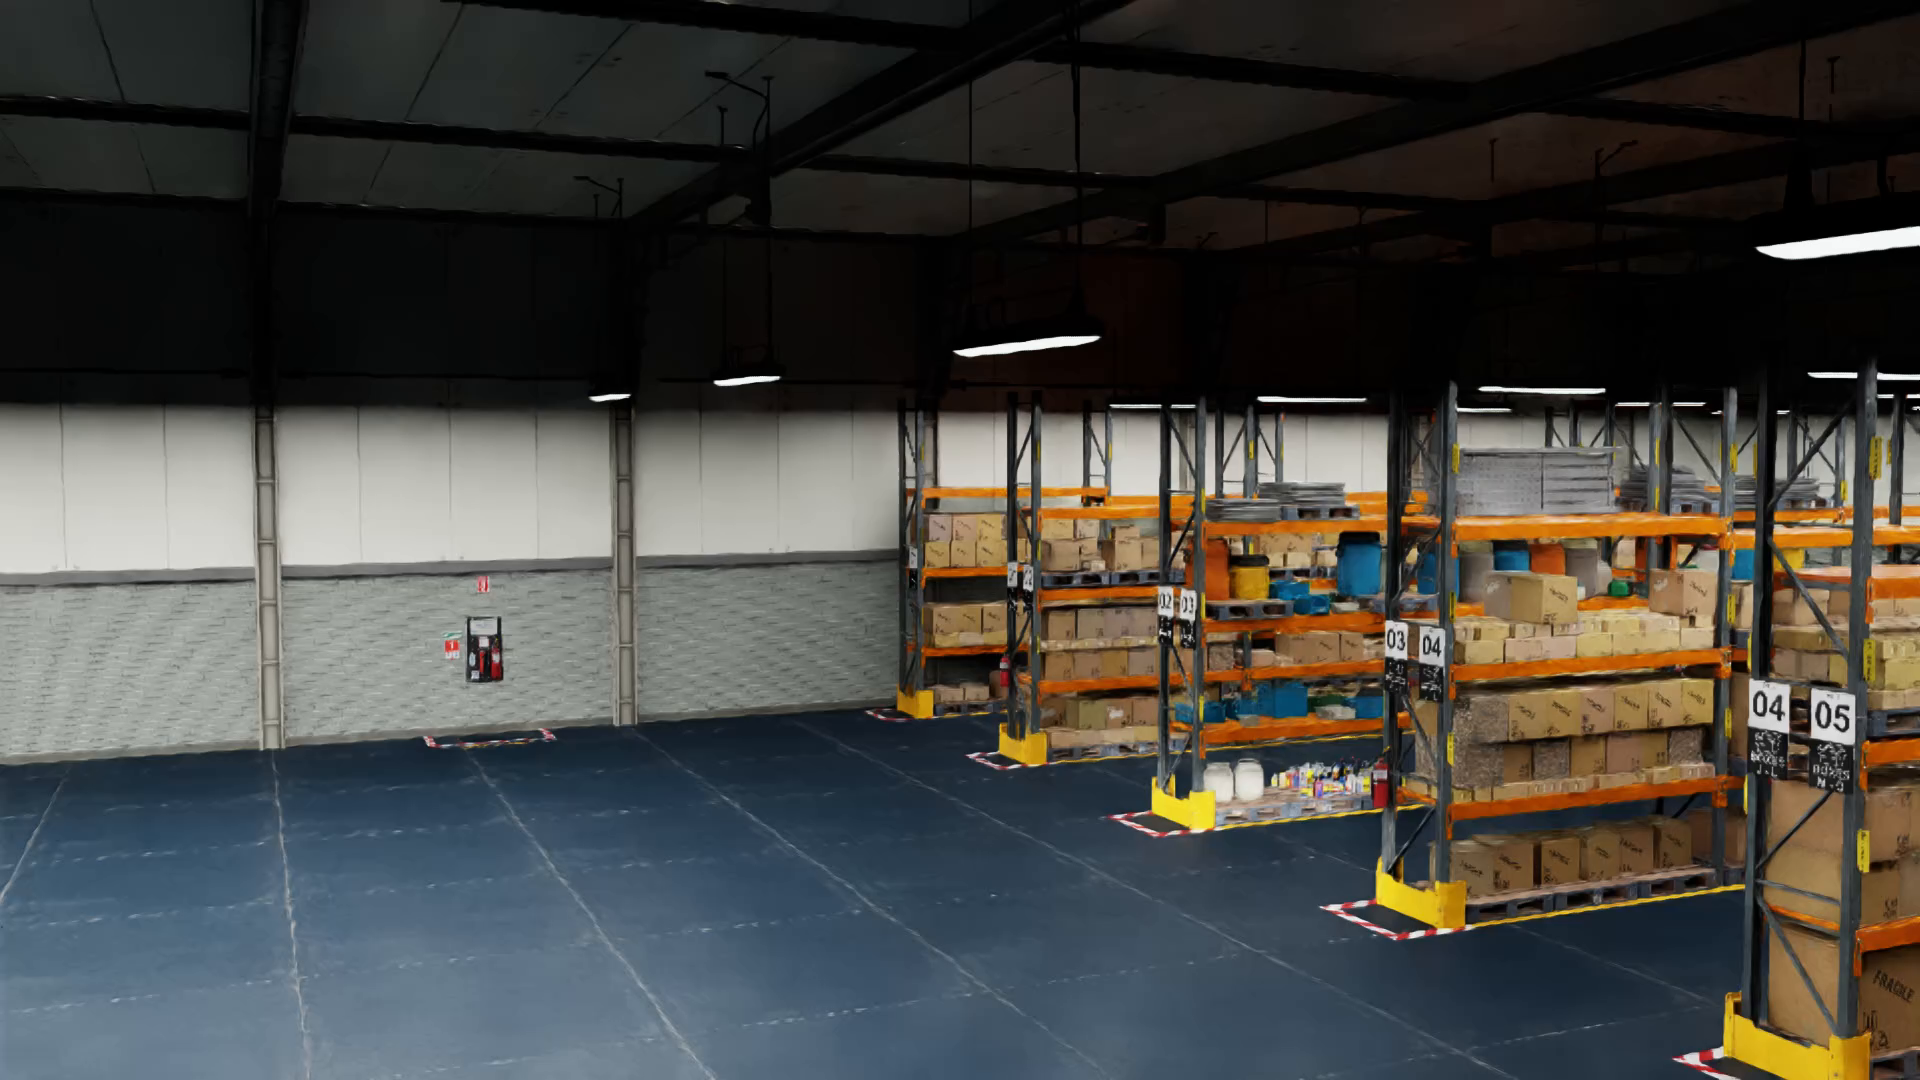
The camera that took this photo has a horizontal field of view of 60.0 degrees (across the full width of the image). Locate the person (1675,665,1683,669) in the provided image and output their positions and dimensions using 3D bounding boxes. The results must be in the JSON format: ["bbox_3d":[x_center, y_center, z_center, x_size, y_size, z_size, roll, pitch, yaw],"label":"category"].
[{"bbox_3d":[15.373,2.262,34.996,1.178,1.713,0.628,-1,3,-12],"label":"person"}]
